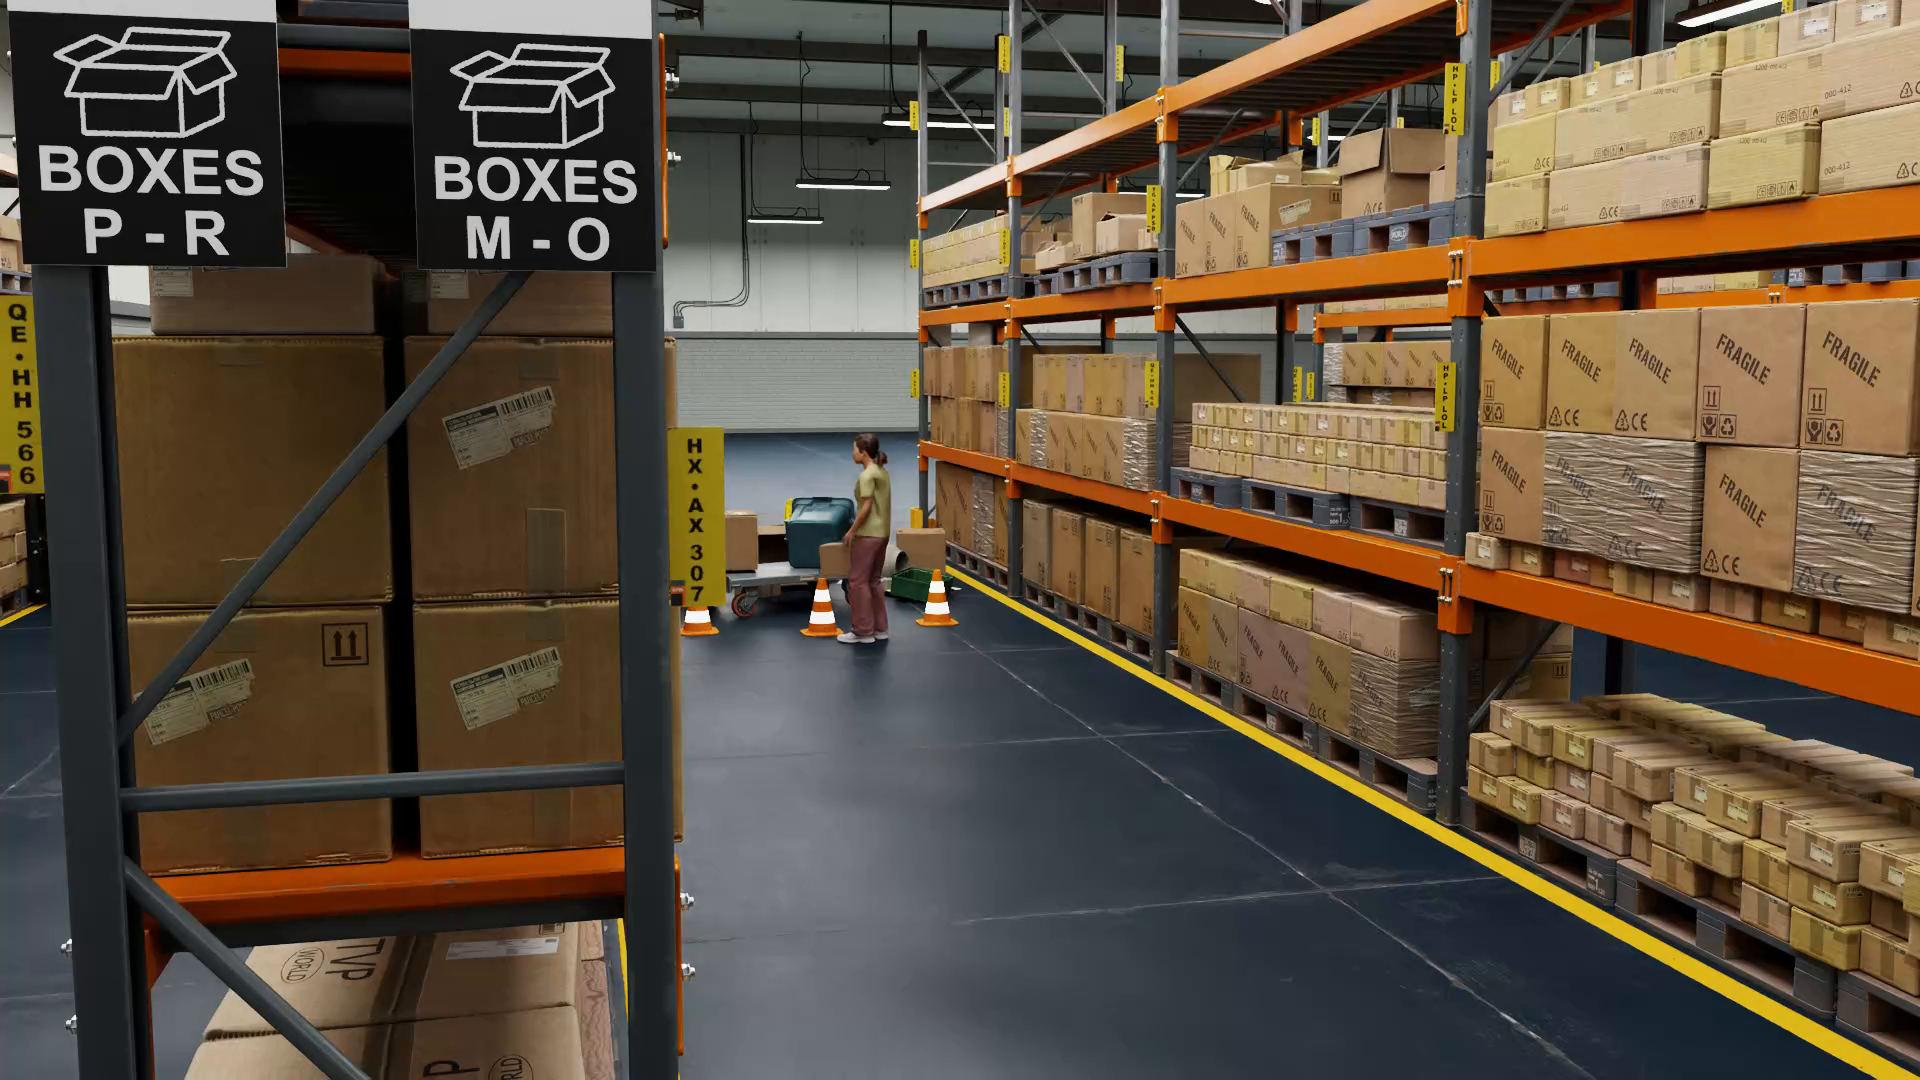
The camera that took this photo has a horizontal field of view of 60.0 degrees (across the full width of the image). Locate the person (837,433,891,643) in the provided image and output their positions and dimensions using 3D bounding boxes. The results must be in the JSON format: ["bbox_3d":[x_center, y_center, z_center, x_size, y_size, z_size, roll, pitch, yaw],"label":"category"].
[{"bbox_3d":[-0.763,-0.018,13.297,0.414,1.676,0.477,2,6,14],"label":"person"}]
